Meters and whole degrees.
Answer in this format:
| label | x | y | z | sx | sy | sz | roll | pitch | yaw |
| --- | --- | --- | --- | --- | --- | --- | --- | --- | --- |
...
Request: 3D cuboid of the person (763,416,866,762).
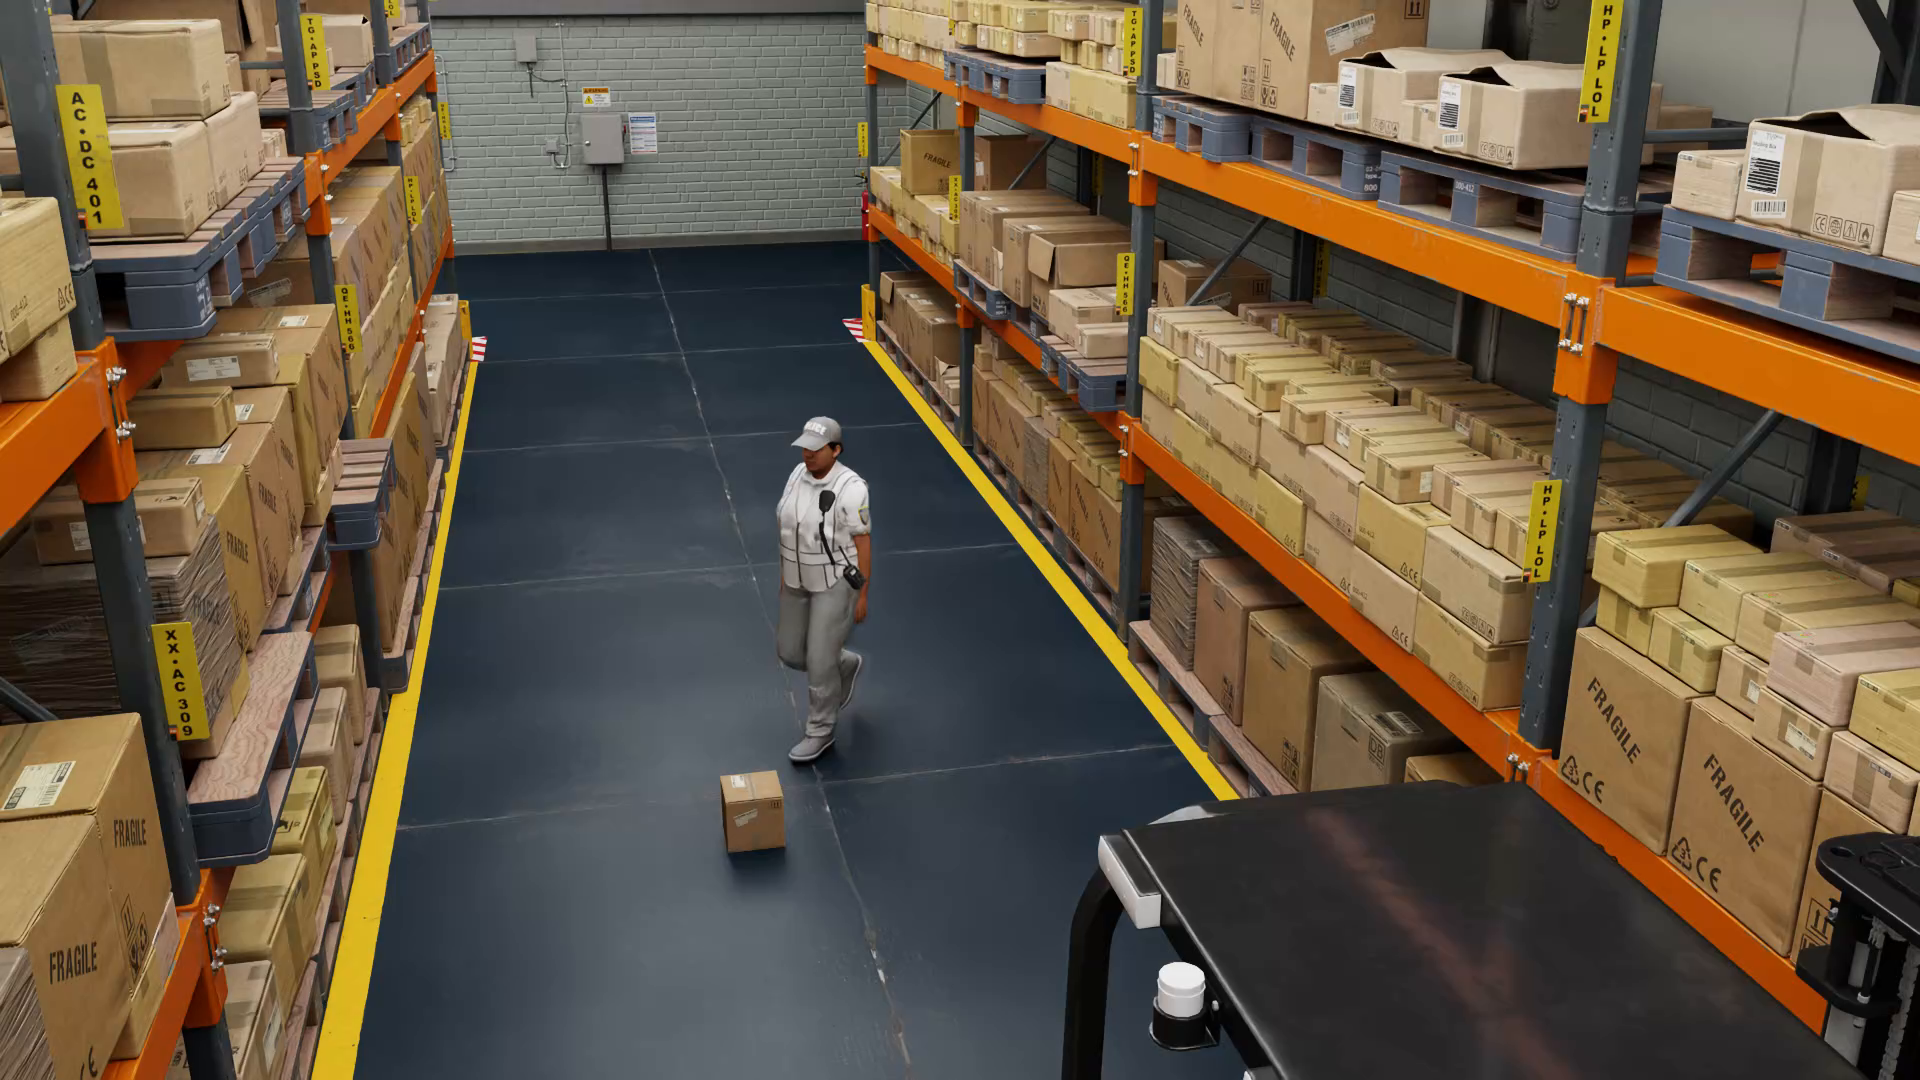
| label | x | y | z | sx | sy | sz | roll | pitch | yaw |
| --- | --- | --- | --- | --- | --- | --- | --- | --- | --- |
| person | -0.670 | 0.208 | 7.939 | 0.508 | 1.646 | 0.575 | 14 | 24 | 34 |
